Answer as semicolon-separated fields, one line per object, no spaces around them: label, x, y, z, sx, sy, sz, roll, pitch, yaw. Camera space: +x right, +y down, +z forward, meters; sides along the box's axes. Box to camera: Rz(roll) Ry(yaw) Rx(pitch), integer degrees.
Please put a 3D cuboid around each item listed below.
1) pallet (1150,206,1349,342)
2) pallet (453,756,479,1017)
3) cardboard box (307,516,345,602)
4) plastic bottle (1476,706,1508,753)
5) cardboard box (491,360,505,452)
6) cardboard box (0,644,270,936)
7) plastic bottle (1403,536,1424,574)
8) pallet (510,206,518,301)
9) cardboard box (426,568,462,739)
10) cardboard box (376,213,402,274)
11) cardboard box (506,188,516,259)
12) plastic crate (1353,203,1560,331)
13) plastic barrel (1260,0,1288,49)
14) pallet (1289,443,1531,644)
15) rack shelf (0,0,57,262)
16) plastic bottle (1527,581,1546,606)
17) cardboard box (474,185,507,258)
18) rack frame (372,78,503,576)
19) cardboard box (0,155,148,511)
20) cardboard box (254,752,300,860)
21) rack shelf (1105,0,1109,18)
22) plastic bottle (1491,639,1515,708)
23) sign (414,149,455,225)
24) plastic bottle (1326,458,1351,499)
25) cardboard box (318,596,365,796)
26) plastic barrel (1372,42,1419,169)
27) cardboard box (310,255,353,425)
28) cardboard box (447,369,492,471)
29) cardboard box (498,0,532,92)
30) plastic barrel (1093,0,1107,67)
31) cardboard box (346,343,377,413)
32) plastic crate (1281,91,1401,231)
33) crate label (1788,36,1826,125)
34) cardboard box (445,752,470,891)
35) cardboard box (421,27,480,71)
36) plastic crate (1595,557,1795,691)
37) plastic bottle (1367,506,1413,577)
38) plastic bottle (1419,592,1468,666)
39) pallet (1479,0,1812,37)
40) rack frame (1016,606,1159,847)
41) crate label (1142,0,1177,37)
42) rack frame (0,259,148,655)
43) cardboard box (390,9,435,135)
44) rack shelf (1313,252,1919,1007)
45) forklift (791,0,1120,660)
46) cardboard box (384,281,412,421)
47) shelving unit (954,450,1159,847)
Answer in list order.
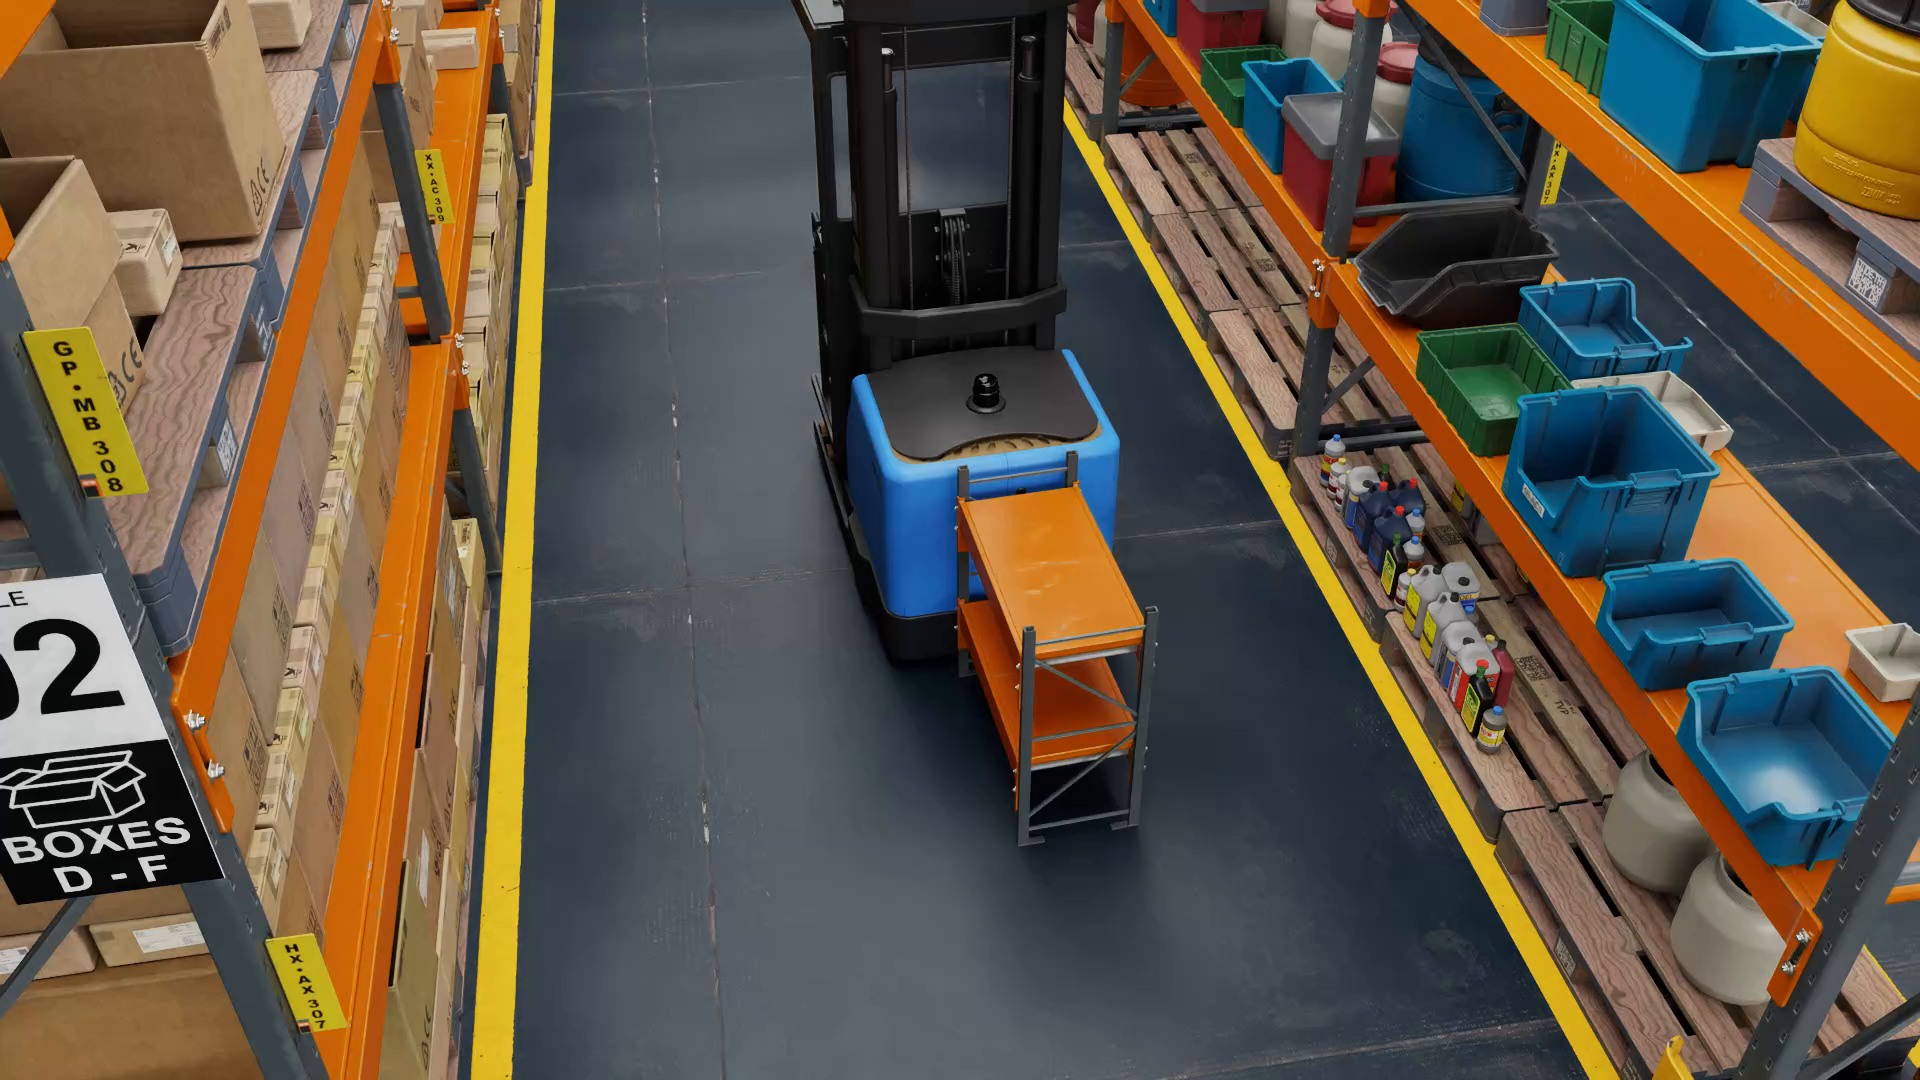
pallet;1.795;-1.643;10.093;1.003;0.211;1.213;-6;38;-8
pallet;-2.374;1.319;6.280;1.003;0.211;1.213;-6;38;-8
cardboard box;-2.073;0.077;4.995;0.380;0.149;0.250;-7;38;-9
plastic bottle;2.135;0.750;6.662;0.097;0.201;0.097;0;38;0
cardboard box;-2.605;-0.664;8.459;0.500;0.250;0.500;-5;38;-7
cardboard box;-2.067;0.544;3.866;0.700;0.500;0.500;-6;38;-8
plastic bottle;2.016;0.099;7.443;0.097;0.271;0.097;0;38;0
pallet;-3.285;-1.818;10.319;1.003;0.211;1.213;-6;38;-8
cardboard box;-2.225;0.480;6.374;0.500;0.500;0.500;-6;38;-8
cardboard box;-2.431;-1.159;6.587;0.380;0.149;0.250;-6;38;-8
cardboard box;-2.965;-1.899;10.048;0.500;0.250;0.500;-7;38;-8
plastic crate;2.154;-1.181;7.276;0.767;0.338;0.504;-6;38;-8
plastic barrel;1.951;-3.143;9.659;0.421;0.512;0.421;0;38;0
pallet;2.264;-0.024;8.009;1.003;0.211;1.213;-6;38;-8
rack shelf;-2.339;-1.724;3.947;1.077;0.370;4.000;-6;38;-8
plastic bottle;2.595;0.143;7.377;0.061;0.283;0.133;-6;38;-8
cardboard box;-2.873;-1.814;9.482;0.500;0.311;0.500;-6;38;-8
rack frame;-2.690;-1.005;6.999;1.000;3.000;0.127;-6;38;-8
cardboard box;-2.085;-0.383;3.212;0.797;0.503;0.637;-4;38;-5
cardboard box;-1.894;0.696;4.199;0.380;0.149;0.250;-7;38;-9
rack shelf;1.136;-4.875;12.567;1.077;0.370;4.000;-6;38;-8
plastic bottle;2.223;0.550;6.852;0.061;0.283;0.133;-6;38;-8
sign;-2.143;-1.439;6.787;0.100;0.325;0.005;-6;38;-8
plastic bottle;1.830;-0.303;8.018;0.097;0.201;0.097;0;38;0
cardboard box;-2.236;0.471;5.017;0.700;0.500;0.500;-6;38;-8
plastic barrel;2.236;-2.191;8.414;0.433;0.535;0.433;0;38;0
cardboard box;-2.429;-0.682;5.444;0.700;0.500;0.500;-6;38;-8
cardboard box;-2.517;-0.583;7.897;0.500;0.311;0.500;-6;38;-8
cardboard box;-3.370;-3.532;11.931;0.500;0.500;0.500;-7;38;-9
plastic barrel;1.197;-3.760;12.230;0.421;0.512;0.421;0;38;0
cardboard box;-2.254;-0.545;5.796;0.380;0.149;0.250;-6;38;-8
plastic crate;1.802;-1.820;7.996;0.402;0.464;0.583;-6;38;-8
crate label;2.886;-1.411;5.198;0.502;0.251;0.408;-6;38;-8
cardboard box;-2.125;1.077;6.218;0.500;0.250;0.500;-6;38;-8
cardboard box;-2.961;-2.808;9.525;0.380;0.149;0.250;-6;38;-8
plastic crate;2.398;0.276;5.471;0.499;0.251;0.408;-6;38;-8
plastic bottle;1.954;-0.017;7.527;0.144;0.351;0.185;-8;39;-10
plastic bottle;2.061;0.352;7.052;0.144;0.351;0.185;-5;38;-6
pallet;2.410;-2.220;6.272;1.213;0.211;1.003;-6;38;-8
rack frame;0.469;0.727;6.297;0.500;1.125;0.032;-8;39;-10
crate label;1.394;-3.336;9.971;0.502;0.435;0.616;-6;38;-8
rack frame;-1.988;-0.958;2.048;1.000;3.000;0.127;-6;38;-8
cardboard box;-3.081;-2.449;8.776;0.500;0.500;0.500;-8;39;-10
rack shelf;2.538;-0.043;6.347;1.077;0.370;4.000;-6;38;-8
forklift;-0.143;-1.534;7.735;1.130;2.935;3.031;-8;39;-10
cardboard box;-2.606;-0.777;6.624;0.700;0.500;0.500;-7;38;-9
shelving unit;0.352;0.424;6.688;0.538;1.125;1.048;-8;39;-10
